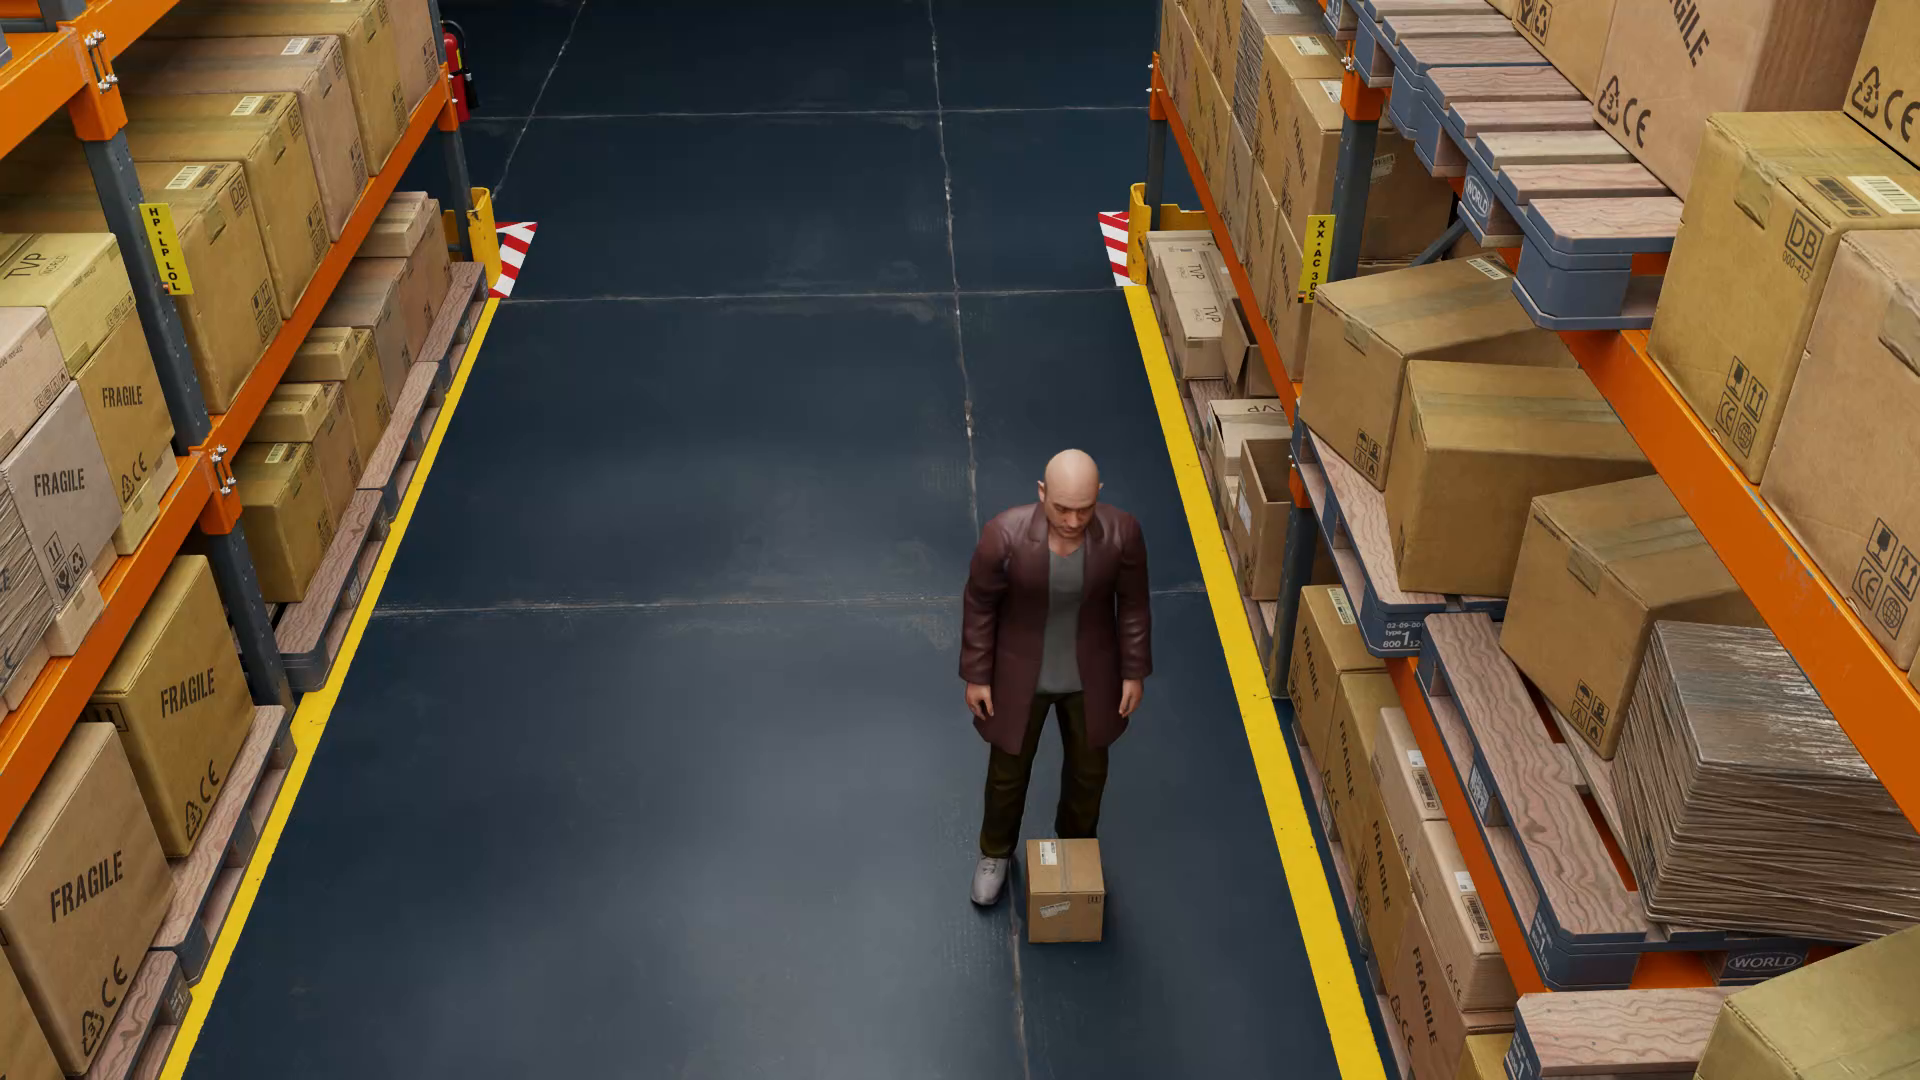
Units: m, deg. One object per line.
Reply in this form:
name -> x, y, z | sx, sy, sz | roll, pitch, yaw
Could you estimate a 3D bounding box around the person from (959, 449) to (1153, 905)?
person -> 0.315, 0.449, 5.511 | 0.643, 1.774, 0.424 | -2, 35, -2
